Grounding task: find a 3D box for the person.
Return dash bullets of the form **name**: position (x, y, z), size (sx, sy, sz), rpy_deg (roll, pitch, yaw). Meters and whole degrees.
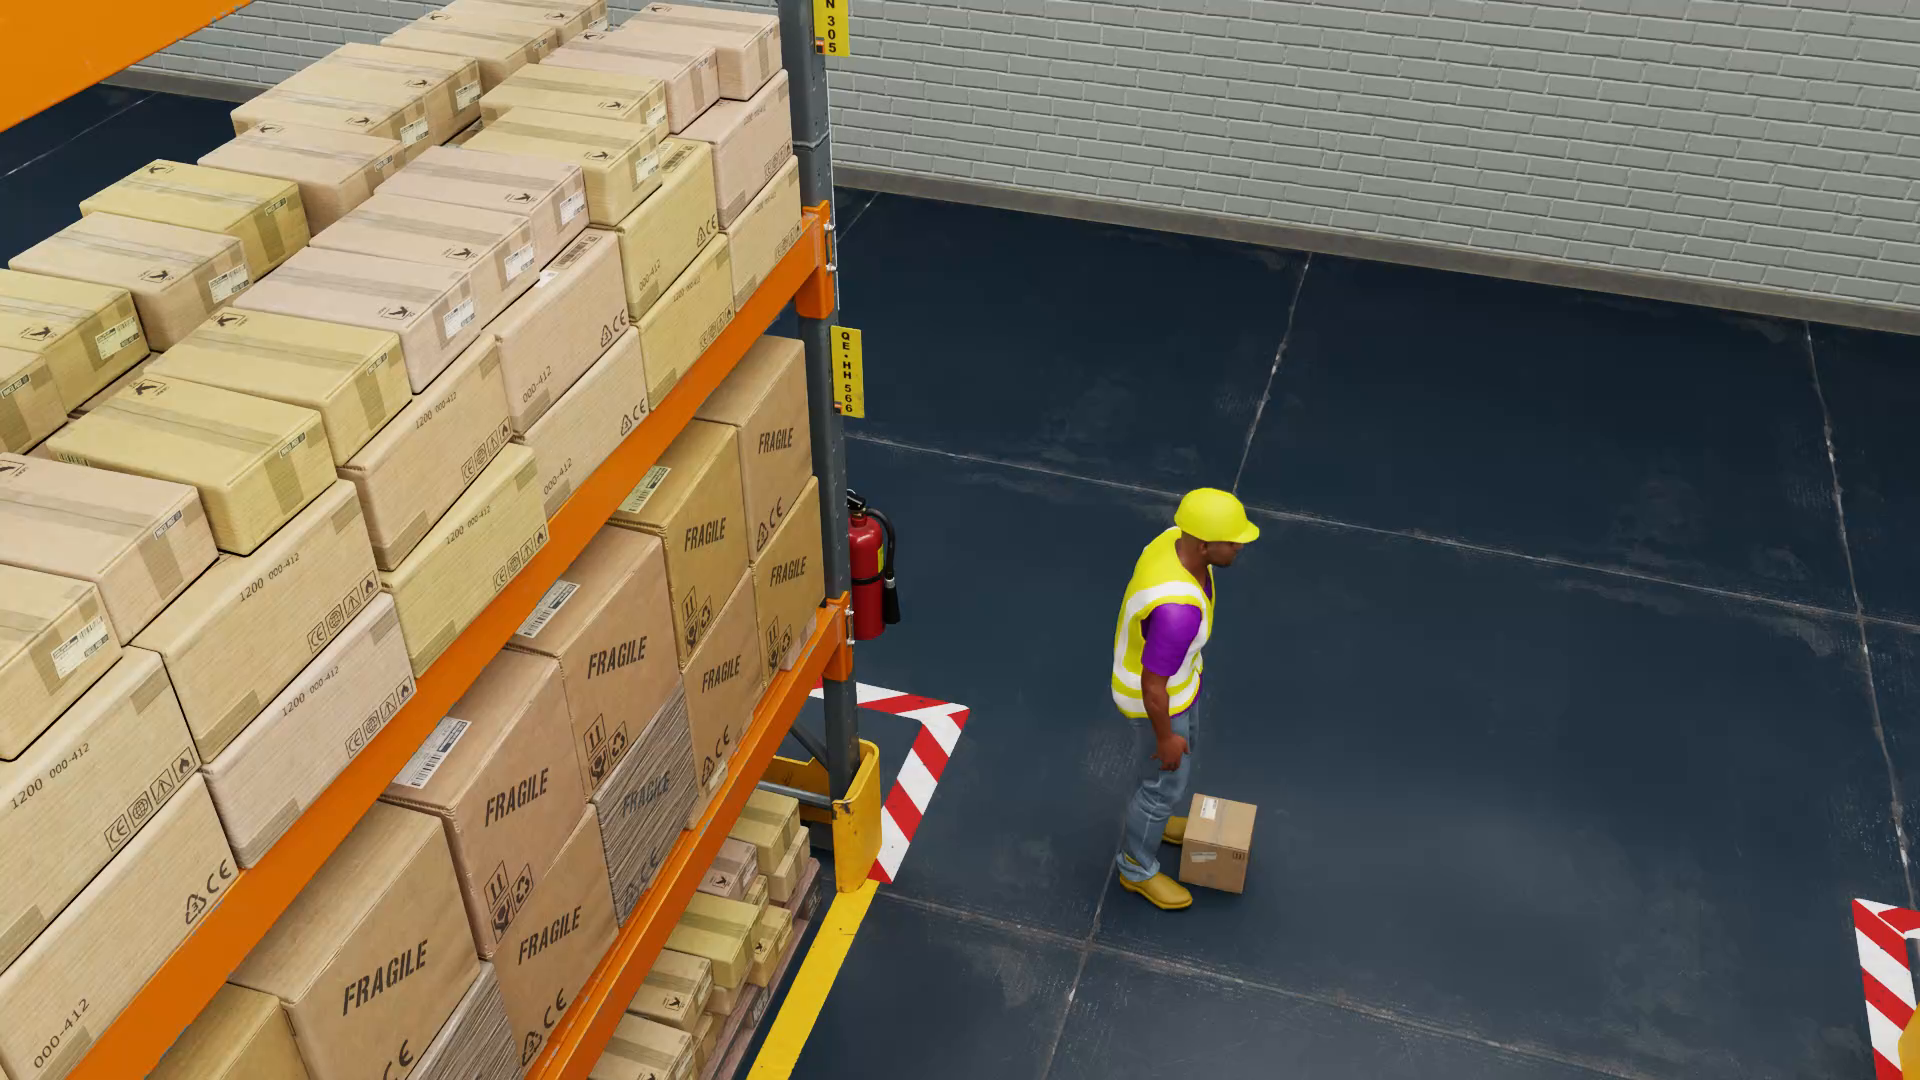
- **person**: position (0.792, 0.550, 6.144), size (0.461, 1.759, 0.632), rpy_deg (8, 38, 11)
